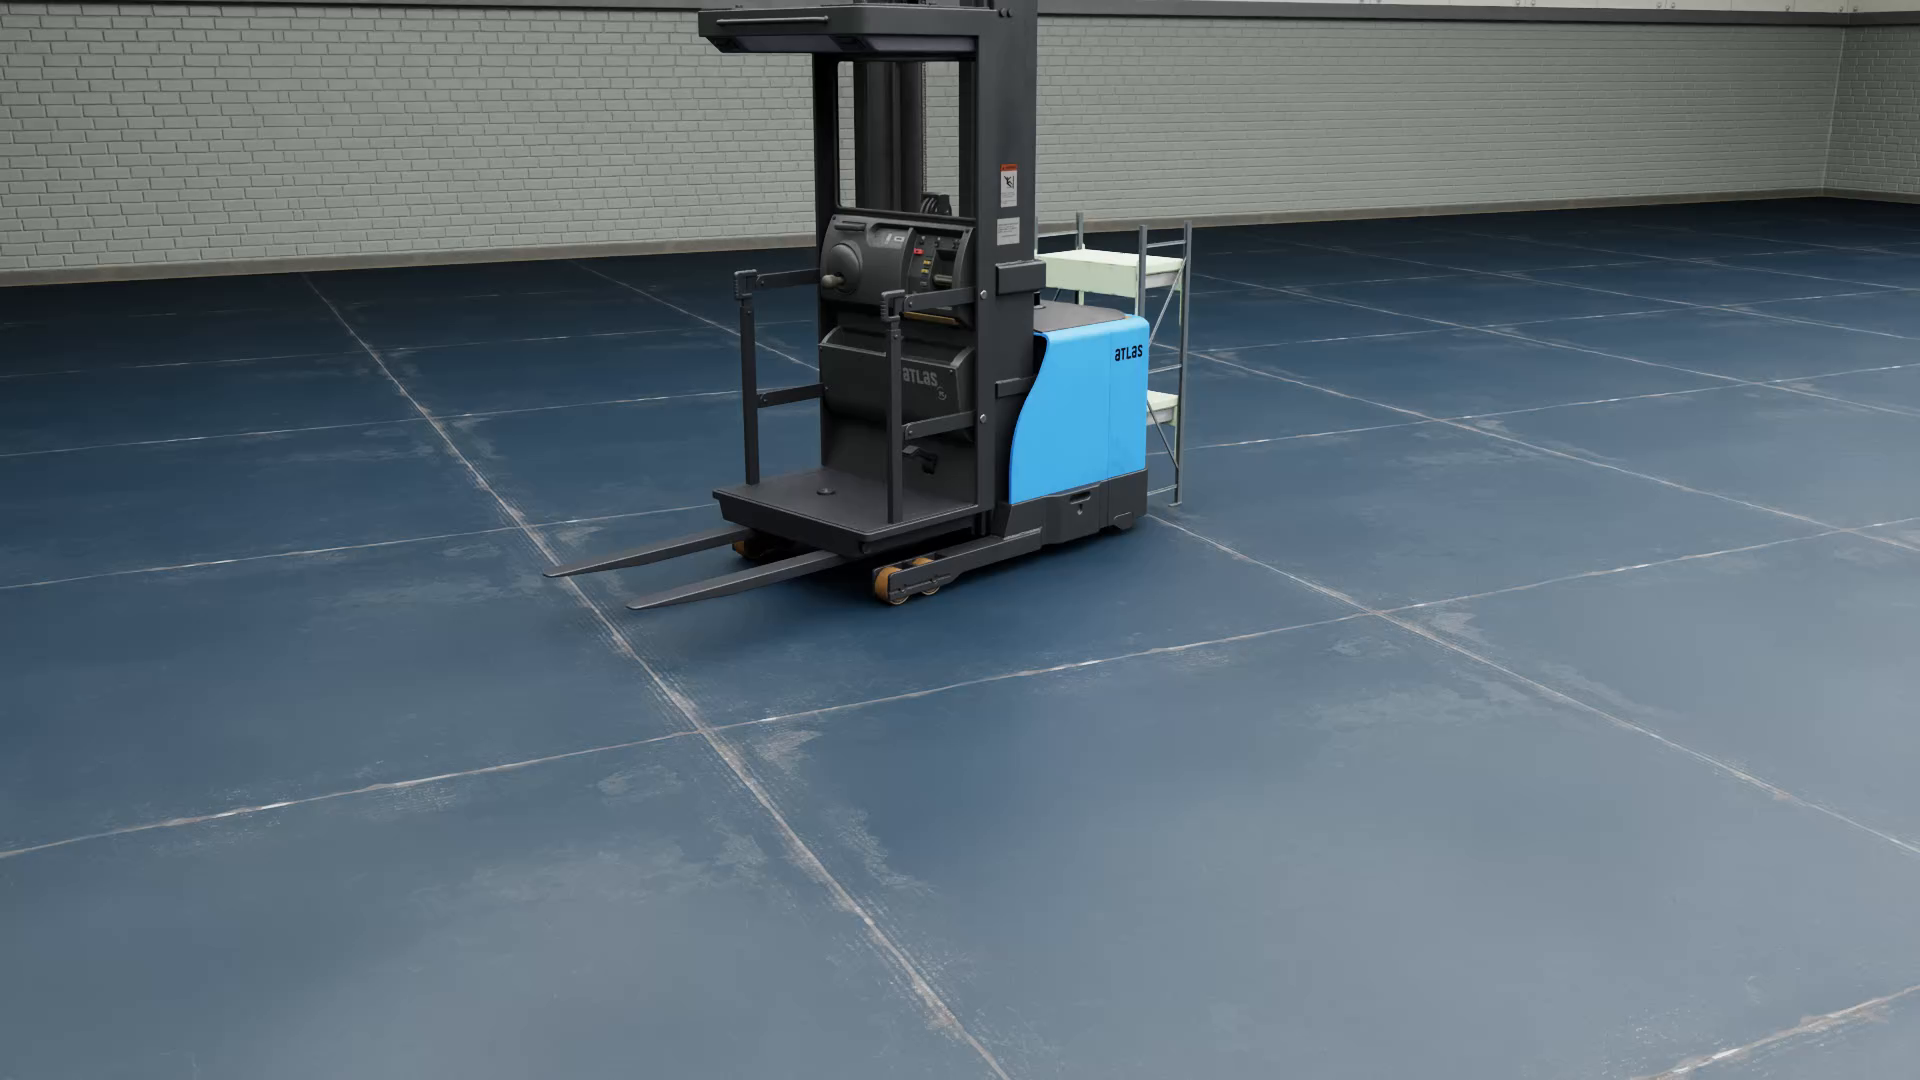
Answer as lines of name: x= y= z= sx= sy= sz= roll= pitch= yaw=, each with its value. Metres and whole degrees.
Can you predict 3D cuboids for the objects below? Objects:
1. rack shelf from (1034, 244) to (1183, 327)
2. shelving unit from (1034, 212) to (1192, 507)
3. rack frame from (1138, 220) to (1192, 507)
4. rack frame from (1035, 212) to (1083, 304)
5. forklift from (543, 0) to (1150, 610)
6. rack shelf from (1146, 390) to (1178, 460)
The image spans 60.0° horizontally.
rack shelf: x=0.780 y=-1.323 z=8.728 sx=0.720 sy=0.370 sz=0.431 roll=15 pitch=22 yaw=43
shelving unit: x=0.780 y=-0.948 z=8.836 sx=0.755 sy=1.500 sz=0.431 roll=15 pitch=22 yaw=43
rack frame: x=1.039 y=-0.877 z=8.588 sx=0.023 sy=1.500 sz=0.400 roll=15 pitch=22 yaw=43
rack frame: x=0.520 y=-1.019 z=9.084 sx=0.023 sy=1.500 sz=0.400 roll=15 pitch=22 yaw=43
forklift: x=-0.445 y=-1.286 z=7.417 sx=1.130 sy=2.935 sz=3.031 roll=15 pitch=22 yaw=43
rack shelf: x=0.780 y=-0.635 z=8.926 sx=0.720 sy=0.370 sz=0.431 roll=15 pitch=22 yaw=43
